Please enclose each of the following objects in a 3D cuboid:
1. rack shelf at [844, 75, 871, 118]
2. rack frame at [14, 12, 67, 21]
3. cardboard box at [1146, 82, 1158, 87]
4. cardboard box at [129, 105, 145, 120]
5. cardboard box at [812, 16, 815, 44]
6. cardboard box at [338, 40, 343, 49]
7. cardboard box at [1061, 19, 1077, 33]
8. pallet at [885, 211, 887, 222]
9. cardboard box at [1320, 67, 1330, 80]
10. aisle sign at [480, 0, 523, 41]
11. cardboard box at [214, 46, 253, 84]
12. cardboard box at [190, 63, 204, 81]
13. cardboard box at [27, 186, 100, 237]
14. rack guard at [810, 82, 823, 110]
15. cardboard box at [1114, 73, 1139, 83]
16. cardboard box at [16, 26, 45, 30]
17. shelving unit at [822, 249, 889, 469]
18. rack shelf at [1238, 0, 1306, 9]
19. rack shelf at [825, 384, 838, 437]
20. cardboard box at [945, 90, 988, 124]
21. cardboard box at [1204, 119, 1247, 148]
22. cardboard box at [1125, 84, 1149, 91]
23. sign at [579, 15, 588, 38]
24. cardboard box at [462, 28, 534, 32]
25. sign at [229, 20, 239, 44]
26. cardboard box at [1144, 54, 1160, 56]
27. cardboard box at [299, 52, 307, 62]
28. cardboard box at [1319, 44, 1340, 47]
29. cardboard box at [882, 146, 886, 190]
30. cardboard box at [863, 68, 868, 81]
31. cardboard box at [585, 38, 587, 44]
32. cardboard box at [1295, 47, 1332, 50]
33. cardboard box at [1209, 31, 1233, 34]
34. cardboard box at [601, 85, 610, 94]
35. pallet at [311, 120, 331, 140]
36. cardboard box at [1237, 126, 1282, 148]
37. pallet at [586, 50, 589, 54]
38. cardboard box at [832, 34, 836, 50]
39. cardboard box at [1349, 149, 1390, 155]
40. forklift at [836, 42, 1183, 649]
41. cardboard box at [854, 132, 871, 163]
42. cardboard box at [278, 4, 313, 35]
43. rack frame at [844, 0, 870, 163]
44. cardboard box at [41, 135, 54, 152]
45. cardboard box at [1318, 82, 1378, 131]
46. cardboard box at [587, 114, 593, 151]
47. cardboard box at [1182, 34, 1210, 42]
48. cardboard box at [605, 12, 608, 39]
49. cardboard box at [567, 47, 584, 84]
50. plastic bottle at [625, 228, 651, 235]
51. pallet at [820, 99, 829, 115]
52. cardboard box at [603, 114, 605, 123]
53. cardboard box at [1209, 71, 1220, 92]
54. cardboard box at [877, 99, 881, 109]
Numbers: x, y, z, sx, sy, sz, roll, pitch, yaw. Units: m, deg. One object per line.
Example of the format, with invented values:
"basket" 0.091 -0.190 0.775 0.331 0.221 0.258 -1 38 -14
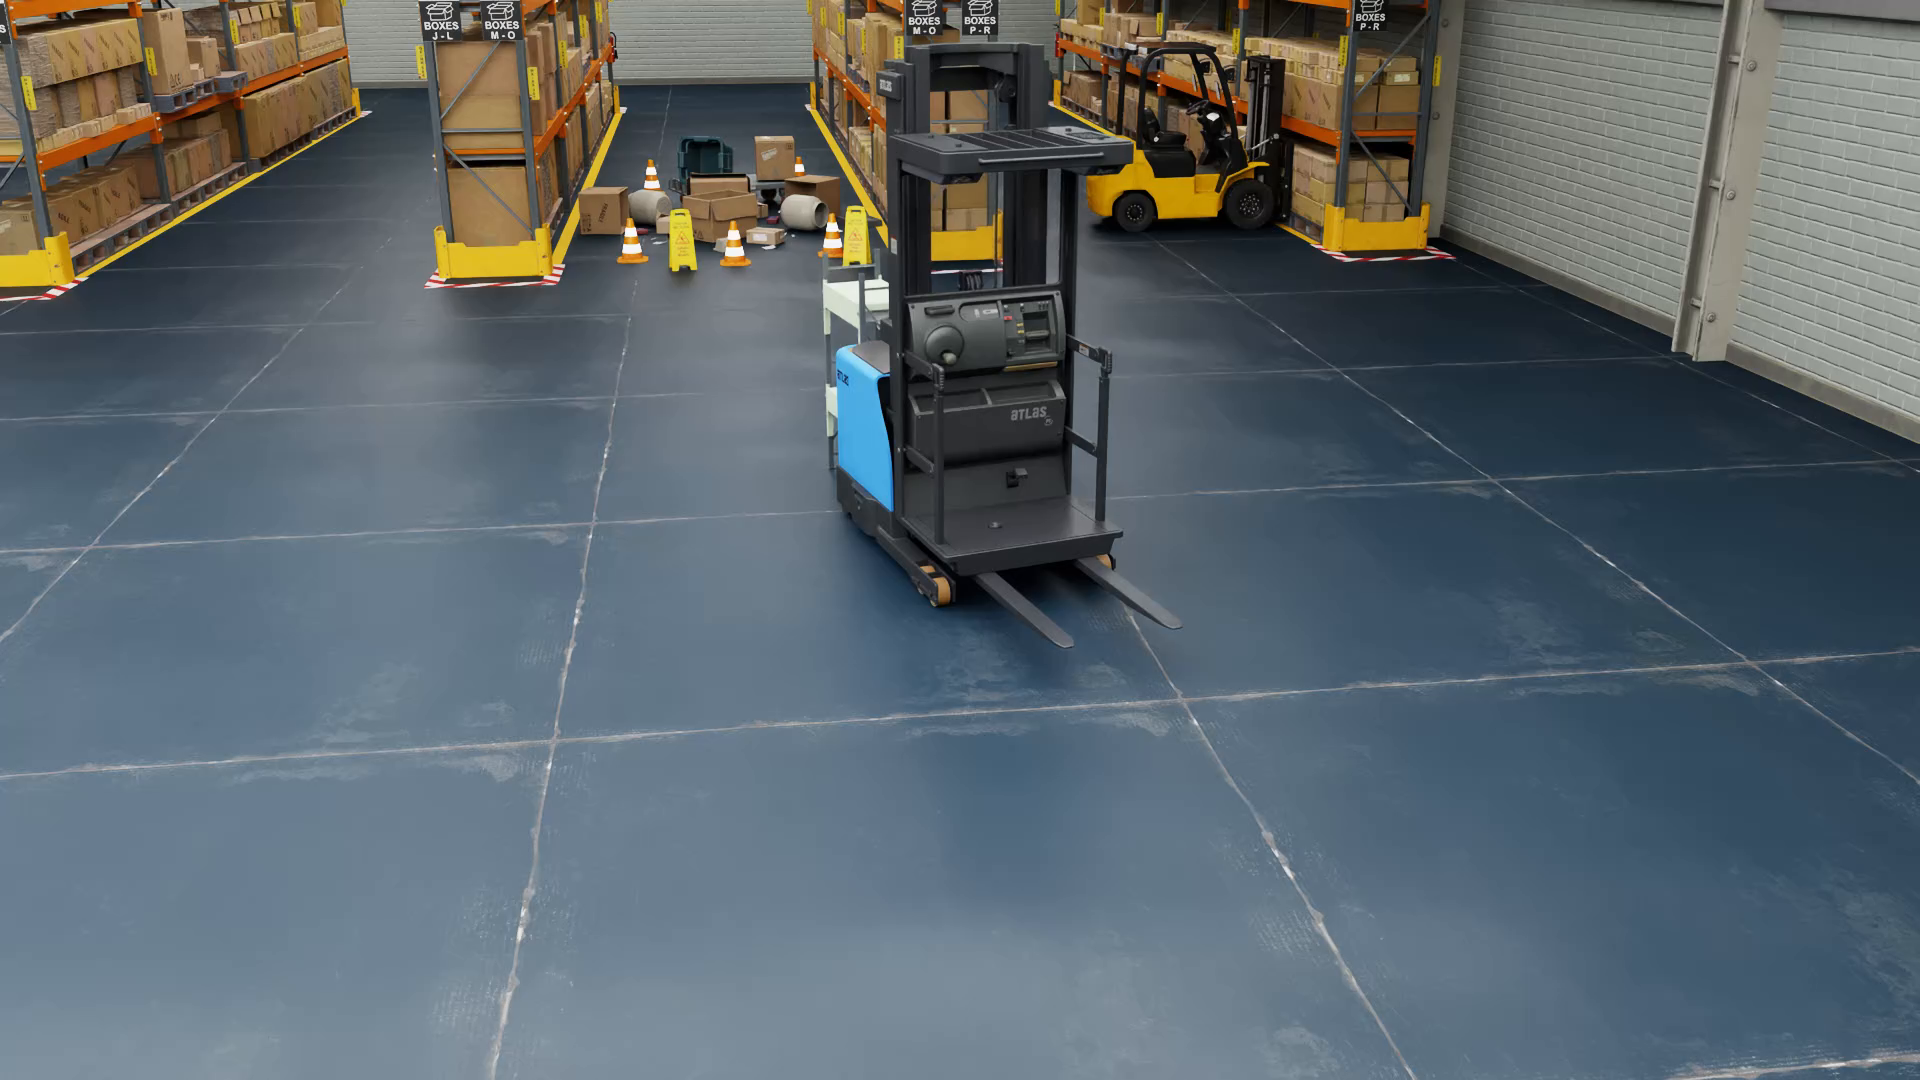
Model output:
"rack shelf" -0.966 -6.302 23.830 1.077 0.370 4.000 -3 21 -8
"rack frame" -17.115 -9.352 30.967 1.000 3.000 0.127 -3 21 -8
"cardboard box" 3.505 -8.010 29.421 0.380 0.149 0.250 -3 21 -7
"cardboard box" -10.136 -5.182 20.163 0.380 0.149 0.250 -3 21 -8
"cardboard box" -2.622 -9.967 32.473 0.500 0.500 0.500 -3 21 -8
"cardboard box" -11.798 -9.287 31.153 0.380 0.149 0.250 -3 21 -7
"cardboard box" 2.303 -10.251 33.165 0.500 0.250 0.500 -3 21 -7
"pallet" -0.367 -3.986 20.587 1.003 0.211 1.213 -3 21 -8
"cardboard box" 4.440 -5.450 19.450 0.380 0.149 0.250 -3 21 -7
"aisle sign" -4.678 -5.485 16.900 0.394 0.787 0.004 -3 21 -8
"cardboard box" -10.862 -7.060 24.690 0.500 0.500 0.500 -2 21 -6
"cardboard box" -10.553 -6.401 22.660 0.396 0.266 0.258 -4 21 -9
"cardboard box" -10.173 -3.727 18.881 0.500 0.500 0.500 -1 21 -3
"rack guard" -2.411 -8.938 33.434 1.175 0.500 0.348 -3 21 -8
"cardboard box" 2.954 -8.212 29.535 0.380 0.149 0.250 -4 21 -10
"cardboard box" -10.443 -5.414 18.427 0.500 0.500 0.500 -3 21 -8
"shelving unit" -0.586 -1.105 11.032 0.431 1.500 0.755 -8 22 -21
"rack shelf" 3.945 -7.959 23.979 1.077 0.370 4.000 -3 21 -8
"rack shelf" -0.586 -0.800 11.146 0.431 0.370 0.720 -8 22 -21
"cardboard box" 0.105 -4.926 18.549 0.500 0.500 0.500 -3 21 -9
"cardboard box" 4.043 -5.731 24.068 0.875 0.625 0.625 -3 21 -8
"cardboard box" 3.086 -7.885 29.087 0.380 0.149 0.250 -3 21 -9
"sign" -5.589 -7.618 24.671 0.100 0.325 0.005 -3 21 -8
"cardboard box" -5.322 -5.547 19.022 0.875 0.550 0.500 -3 21 -8
"sign" -10.525 -7.367 24.113 0.100 0.325 0.005 -3 21 -8
"cardboard box" 3.183 -7.870 26.759 0.380 0.149 0.250 -3 21 -7
"cardboard box" -11.351 -8.218 28.291 0.380 0.149 0.250 -3 21 -8
"cardboard box" 4.731 -6.148 20.894 0.380 0.149 0.250 -3 21 -8
"cardboard box" -0.698 -4.624 20.567 0.500 0.500 0.500 -2 21 -5
"cardboard box" -1.118 -6.369 22.741 0.380 0.149 0.250 -3 21 -9
"cardboard box" -6.346 -8.250 27.353 0.380 0.149 0.250 -4 21 -10
"cardboard box" 4.323 -5.947 20.357 0.380 0.149 0.250 -3 21 -7
"cardboard box" 4.052 -7.746 25.599 0.380 0.149 0.250 -2 21 -6
"cardboard box" -6.753 -8.430 31.123 0.380 0.149 0.250 -2 21 -6
"pallet" -11.670 -7.177 29.131 1.003 0.211 1.213 -3 21 -8
"cardboard box" 3.993 -5.392 22.266 0.500 0.250 0.500 -3 21 -9
"pallet" -6.749 -8.070 27.809 1.003 0.211 1.213 -3 21 -8
"cardboard box" -1.822 -8.183 27.339 0.500 0.250 0.500 -4 21 -9
"cardboard box" 4.853 -4.539 19.982 0.500 0.250 0.500 -3 21 -8
"forklift" 0.240 -1.170 9.159 1.130 2.935 3.031 -8 22 -21
"cardboard box" -1.068 -5.846 24.736 0.950 0.372 0.625 -3 21 -9
"cardboard box" -11.517 -8.986 28.707 0.500 0.500 0.500 -3 21 -8
"rack frame" -1.254 -7.331 25.558 1.000 3.000 0.127 -3 21 -8
"cardboard box" -9.730 -4.142 17.378 0.380 0.149 0.250 -3 21 -8
"cardboard box" 4.479 -5.017 19.219 0.500 0.500 0.500 -3 21 -9
"cardboard box" -5.988 -6.330 25.850 0.500 0.500 0.500 -4 21 -10
"cardboard box" 3.564 -7.539 25.043 0.380 0.149 0.250 -3 21 -7
"cardboard box" -6.903 -9.681 31.282 0.500 0.500 0.500 -3 21 -9
"cardboard box" -5.807 -6.951 24.397 0.500 0.500 0.500 -3 21 -8
"plastic bottle" -3.894 -3.734 20.125 0.283 0.061 0.133 -11 23 -26
"pallet" -2.215 -8.522 32.731 1.003 0.211 1.213 -3 21 -8
"cardboard box" -6.449 -7.435 29.310 0.380 0.149 0.250 -4 21 -10
"cardboard box" 3.824 -6.463 23.447 0.500 0.250 0.500 -3 21 -8
"cardboard box" -0.862 -5.619 21.331 0.380 0.149 0.250 -2 21 -6
